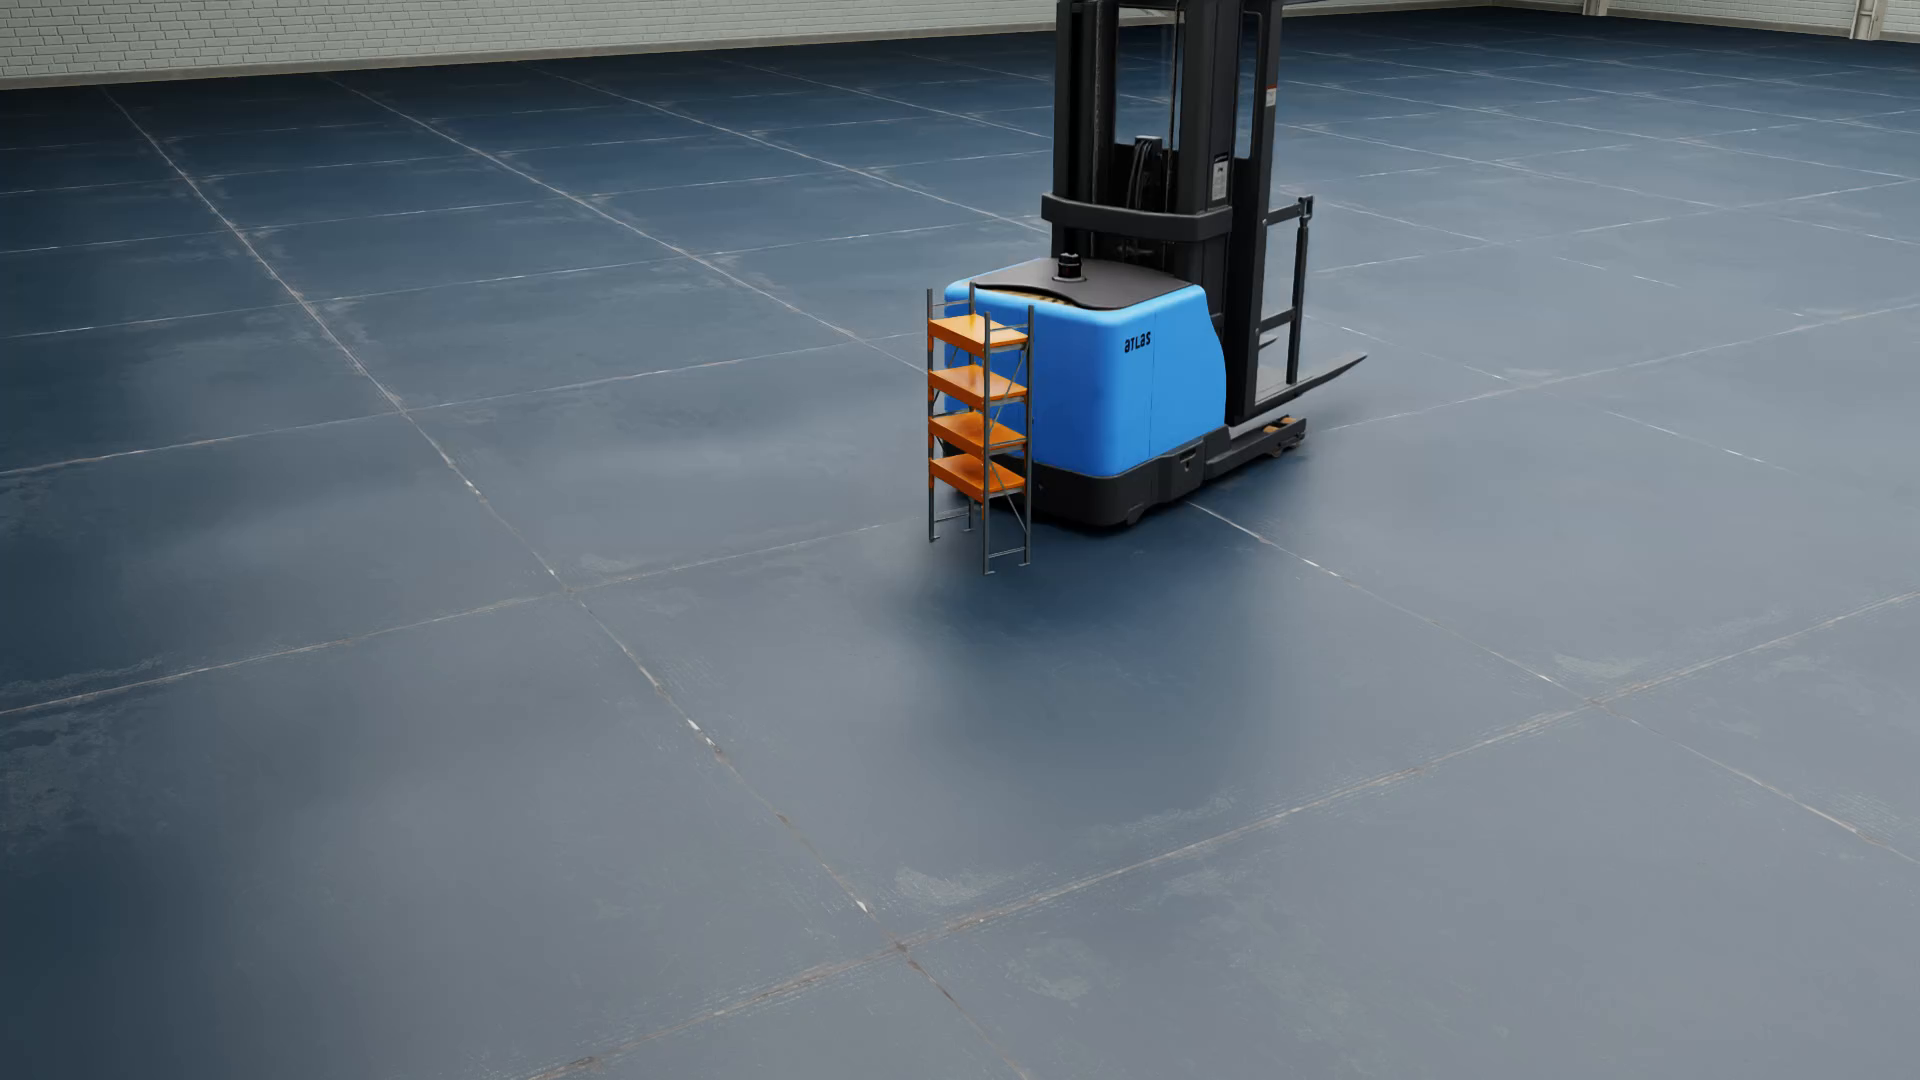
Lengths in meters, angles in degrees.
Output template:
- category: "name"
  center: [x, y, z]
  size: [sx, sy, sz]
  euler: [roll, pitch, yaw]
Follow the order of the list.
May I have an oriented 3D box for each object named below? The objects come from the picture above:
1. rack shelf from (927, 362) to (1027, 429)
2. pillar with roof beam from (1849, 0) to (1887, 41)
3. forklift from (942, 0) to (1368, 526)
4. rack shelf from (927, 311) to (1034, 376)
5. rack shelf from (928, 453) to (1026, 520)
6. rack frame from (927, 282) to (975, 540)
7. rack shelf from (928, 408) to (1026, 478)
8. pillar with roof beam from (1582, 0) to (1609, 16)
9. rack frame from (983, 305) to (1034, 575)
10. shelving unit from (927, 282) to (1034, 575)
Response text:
- category: "rack shelf"
  center: [0.085, -0.647, 7.395]
  size: [0.258, 0.148, 0.480]
  euler: [-13, 25, -28]
- category: "pillar with roof beam"
  center: [12.698, -12.422, 26.421]
  size: [9.100, 9.000, 0.400]
  euler: [-13, 25, -28]
- category: "forklift"
  center: [1.229, -1.906, 8.609]
  size: [1.130, 2.935, 3.031]
  euler: [17, 28, 36]
- category: "rack shelf"
  center: [0.085, -0.866, 7.306]
  size: [0.258, 0.148, 0.480]
  euler: [-13, 25, -28]
- category: "rack shelf"
  center: [0.085, -0.256, 7.554]
  size: [0.258, 0.148, 0.480]
  euler: [-13, 25, -28]
- category: "rack frame"
  center: [-0.040, -0.581, 7.648]
  size: [0.240, 1.200, 0.015]
  euler: [-13, 25, -28]
- category: "rack shelf"
  center: [0.085, -0.440, 7.479]
  size: [0.258, 0.148, 0.480]
  euler: [-13, 25, -28]
- category: "pillar with roof beam"
  center: [9.633, -14.364, 31.199]
  size: [9.100, 9.000, 0.400]
  euler: [-13, 25, -28]
- category: "rack frame"
  center: [0.209, -0.423, 7.259]
  size: [0.240, 1.200, 0.015]
  euler: [-13, 25, -28]
- category: "shelving unit"
  center: [0.085, -0.502, 7.454]
  size: [0.258, 1.200, 0.503]
  euler: [-13, 25, -28]
